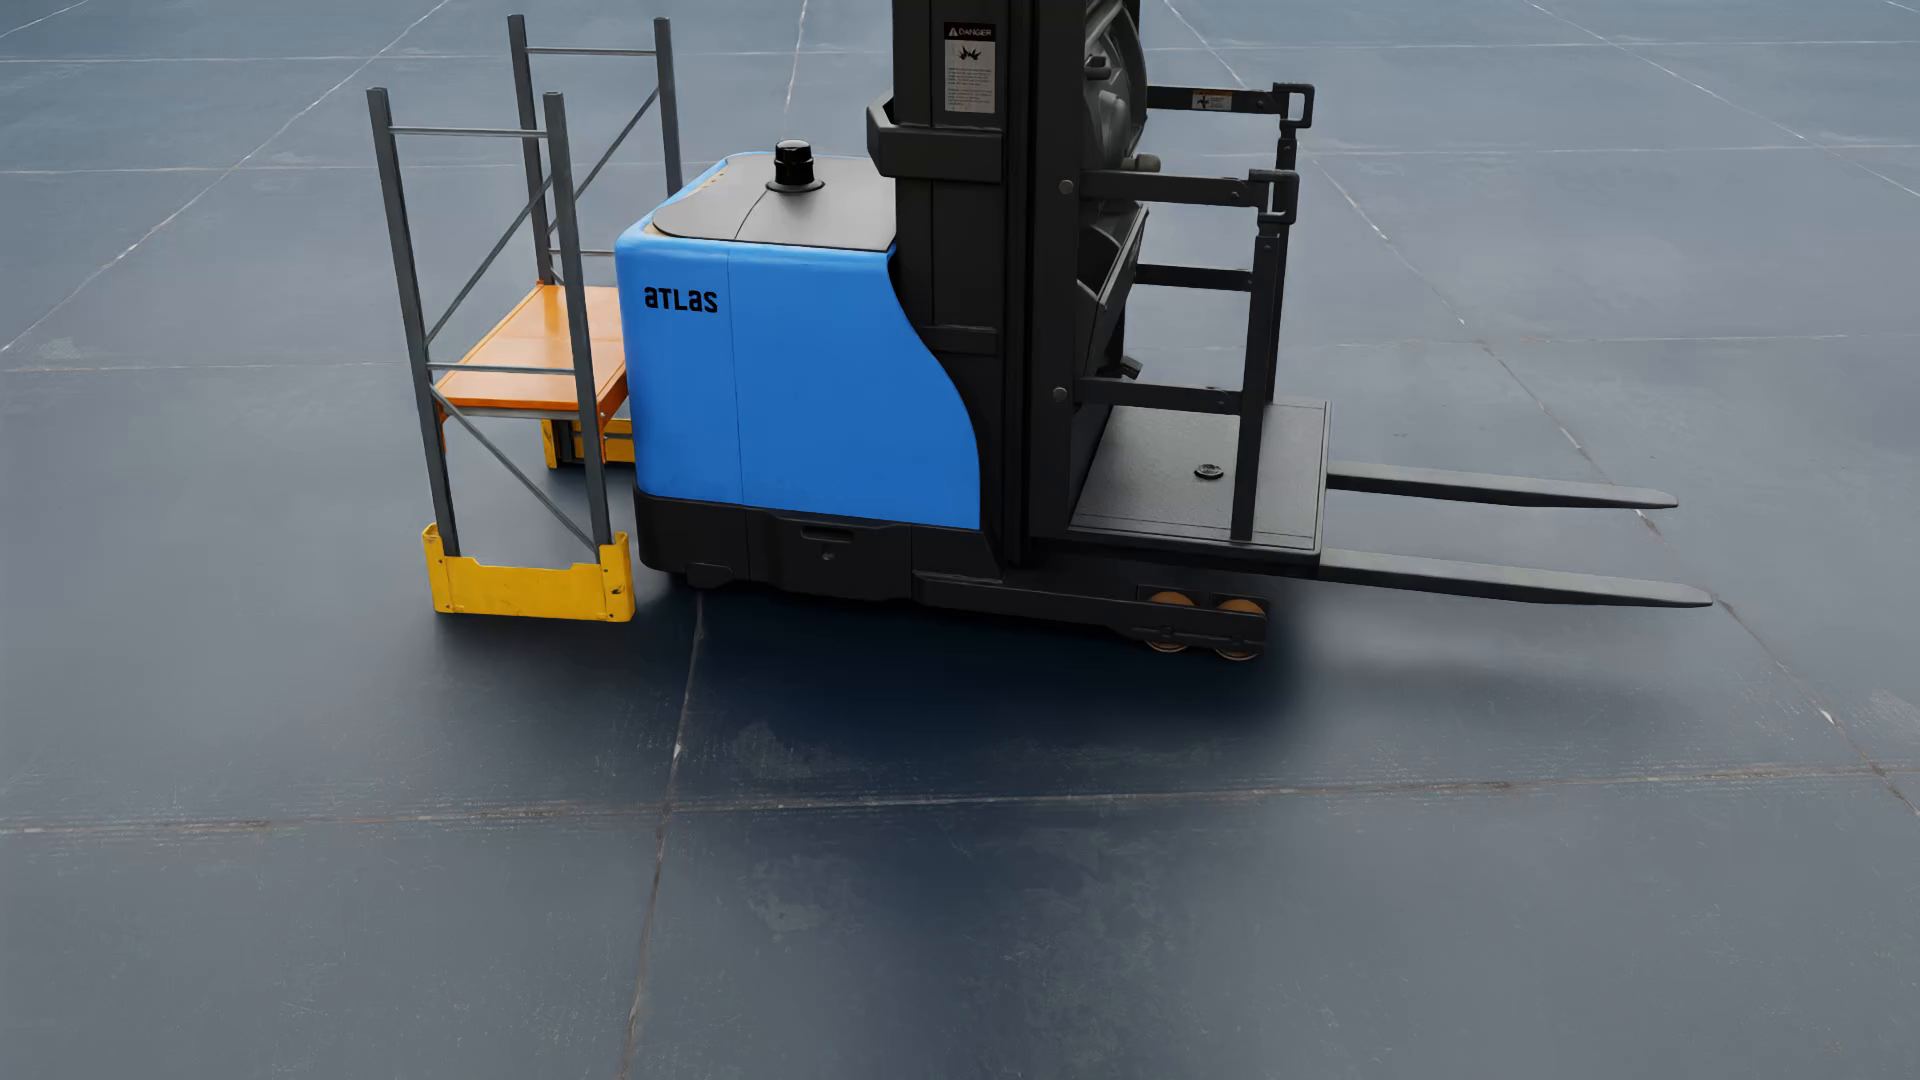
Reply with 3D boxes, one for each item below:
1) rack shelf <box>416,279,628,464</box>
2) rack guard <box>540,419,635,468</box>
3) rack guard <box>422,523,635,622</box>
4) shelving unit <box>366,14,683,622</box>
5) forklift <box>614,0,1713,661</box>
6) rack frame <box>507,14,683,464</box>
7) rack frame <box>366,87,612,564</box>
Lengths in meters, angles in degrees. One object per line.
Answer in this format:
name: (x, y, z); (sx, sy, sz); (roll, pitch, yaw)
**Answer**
rack shelf: (-1.187, -0.534, 5.042); (0.538, 0.185, 1.000); (3, 28, 6)
rack guard: (-1.134, -0.364, 5.678); (0.587, 0.250, 0.087); (3, 28, 6)
rack guard: (-1.242, 0.094, 4.800); (0.587, 0.250, 0.087); (3, 28, 6)
shelving unit: (-1.188, -0.690, 4.950); (0.587, 1.500, 1.083); (3, 28, 6)
forklift: (0.609, -1.236, 4.450); (3.031, 2.935, 1.130); (6, 28, 11)
rack frame: (-1.132, -0.927, 5.406); (0.500, 1.500, 0.032); (3, 28, 6)
rack frame: (-1.242, -0.460, 4.510); (0.500, 1.500, 0.032); (3, 28, 6)
